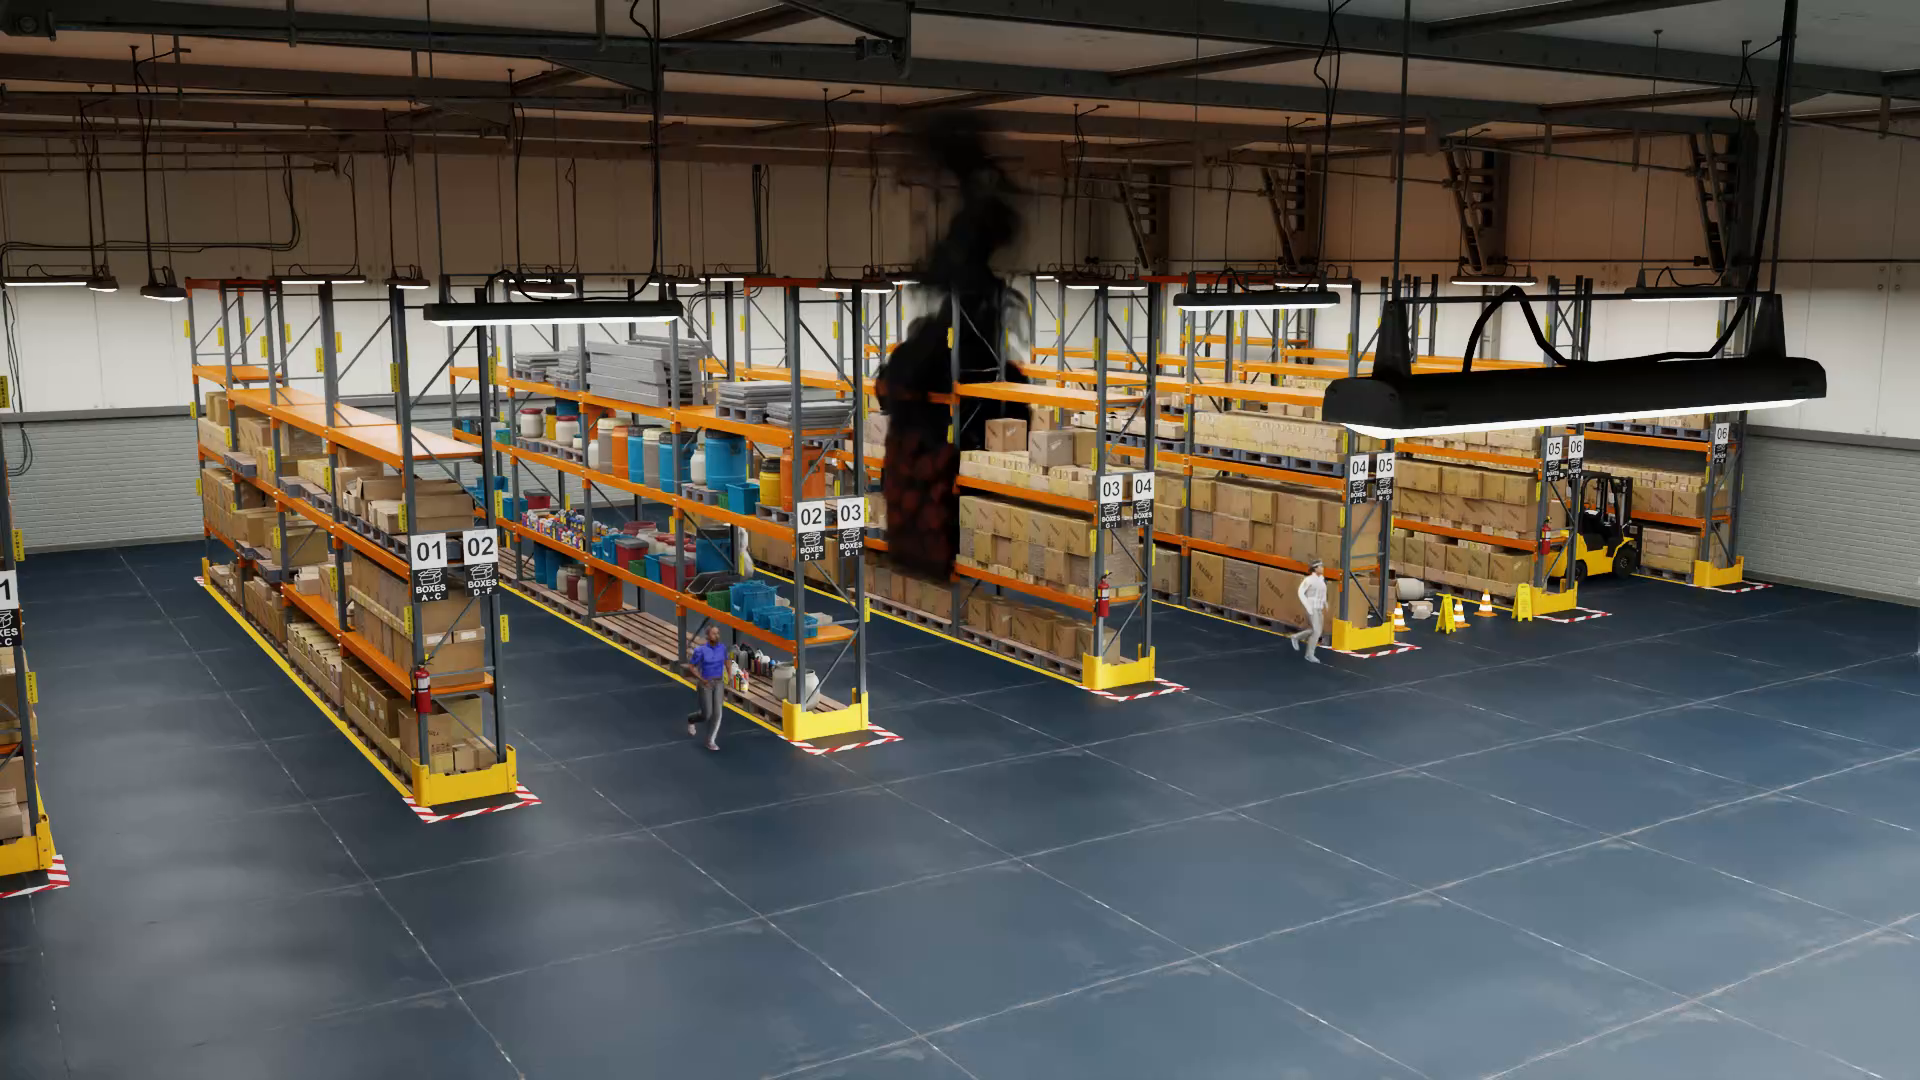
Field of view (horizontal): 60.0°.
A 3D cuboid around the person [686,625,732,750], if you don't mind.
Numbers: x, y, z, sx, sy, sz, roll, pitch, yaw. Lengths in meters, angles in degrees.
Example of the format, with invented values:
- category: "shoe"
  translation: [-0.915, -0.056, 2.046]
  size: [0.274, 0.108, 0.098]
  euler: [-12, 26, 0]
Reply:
- category: "person"
  translation: [-3.248, 1.912, 21.887]
  size: [0.617, 1.600, 0.706]
  euler: [-7, 12, -36]

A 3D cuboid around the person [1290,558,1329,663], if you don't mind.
- category: "person"
  translation: [5.629, 1.103, 26.653]
  size: [0.603, 1.662, 0.657]
  euler: [9, 13, 43]

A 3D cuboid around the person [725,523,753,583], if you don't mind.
- category: "person"
  translation: [-4.128, 0.316, 30.869]
  size: [0.681, 1.796, 0.775]
  euler: [-7, 12, -37]

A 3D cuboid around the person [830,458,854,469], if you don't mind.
- category: "person"
  translation: [-3.045, -1.450, 41.580]
  size: [0.690, 1.717, 0.811]
  euler: [-8, 12, -38]
